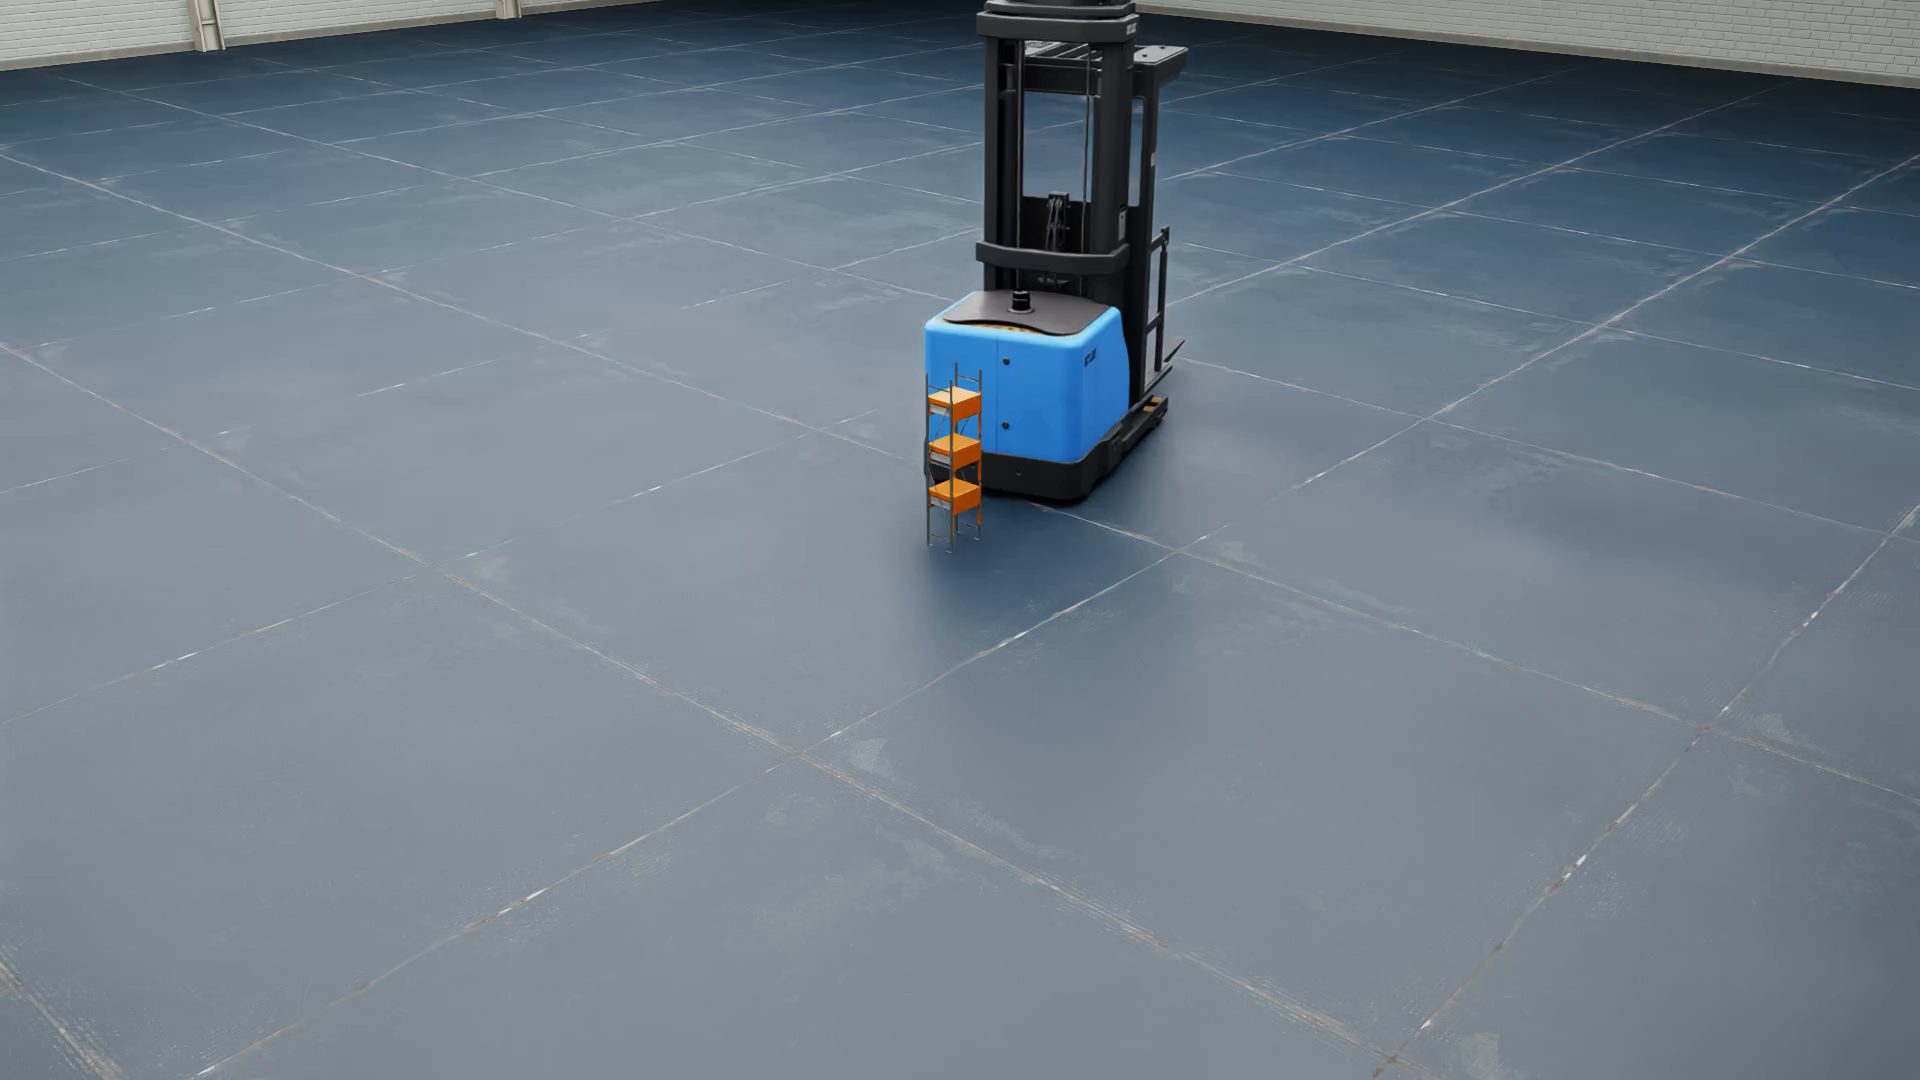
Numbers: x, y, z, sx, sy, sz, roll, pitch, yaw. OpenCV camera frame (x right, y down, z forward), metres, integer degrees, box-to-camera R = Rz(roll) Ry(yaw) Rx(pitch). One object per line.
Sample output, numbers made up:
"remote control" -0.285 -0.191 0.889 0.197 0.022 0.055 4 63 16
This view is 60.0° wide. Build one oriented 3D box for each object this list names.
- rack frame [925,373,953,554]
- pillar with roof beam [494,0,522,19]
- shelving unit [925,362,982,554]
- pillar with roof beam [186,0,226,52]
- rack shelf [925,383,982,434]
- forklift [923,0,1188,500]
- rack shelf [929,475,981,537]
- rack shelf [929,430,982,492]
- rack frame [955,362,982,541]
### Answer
"rack frame" -0.117 -0.426 9.416 0.200 1.050 0.008 20 31 38
"pillar with roof beam" -5.634 -13.161 28.105 9.100 9.000 0.400 20 31 38
"shelving unit" -0.036 -0.463 9.499 0.215 1.050 0.252 20 31 38
"pillar with roof beam" -9.639 -11.333 24.028 9.100 9.000 0.400 20 31 38
"rack shelf" -0.036 -0.712 9.387 0.215 0.259 0.240 20 31 38
"forklift" 0.808 -2.155 10.974 1.130 2.935 3.031 10 26 21
"rack shelf" -0.036 -0.199 9.617 0.215 0.259 0.240 20 31 38
"rack shelf" -0.036 -0.453 9.503 0.215 0.259 0.240 20 31 38
"rack frame" 0.046 -0.500 9.582 0.200 1.050 0.008 20 31 38
